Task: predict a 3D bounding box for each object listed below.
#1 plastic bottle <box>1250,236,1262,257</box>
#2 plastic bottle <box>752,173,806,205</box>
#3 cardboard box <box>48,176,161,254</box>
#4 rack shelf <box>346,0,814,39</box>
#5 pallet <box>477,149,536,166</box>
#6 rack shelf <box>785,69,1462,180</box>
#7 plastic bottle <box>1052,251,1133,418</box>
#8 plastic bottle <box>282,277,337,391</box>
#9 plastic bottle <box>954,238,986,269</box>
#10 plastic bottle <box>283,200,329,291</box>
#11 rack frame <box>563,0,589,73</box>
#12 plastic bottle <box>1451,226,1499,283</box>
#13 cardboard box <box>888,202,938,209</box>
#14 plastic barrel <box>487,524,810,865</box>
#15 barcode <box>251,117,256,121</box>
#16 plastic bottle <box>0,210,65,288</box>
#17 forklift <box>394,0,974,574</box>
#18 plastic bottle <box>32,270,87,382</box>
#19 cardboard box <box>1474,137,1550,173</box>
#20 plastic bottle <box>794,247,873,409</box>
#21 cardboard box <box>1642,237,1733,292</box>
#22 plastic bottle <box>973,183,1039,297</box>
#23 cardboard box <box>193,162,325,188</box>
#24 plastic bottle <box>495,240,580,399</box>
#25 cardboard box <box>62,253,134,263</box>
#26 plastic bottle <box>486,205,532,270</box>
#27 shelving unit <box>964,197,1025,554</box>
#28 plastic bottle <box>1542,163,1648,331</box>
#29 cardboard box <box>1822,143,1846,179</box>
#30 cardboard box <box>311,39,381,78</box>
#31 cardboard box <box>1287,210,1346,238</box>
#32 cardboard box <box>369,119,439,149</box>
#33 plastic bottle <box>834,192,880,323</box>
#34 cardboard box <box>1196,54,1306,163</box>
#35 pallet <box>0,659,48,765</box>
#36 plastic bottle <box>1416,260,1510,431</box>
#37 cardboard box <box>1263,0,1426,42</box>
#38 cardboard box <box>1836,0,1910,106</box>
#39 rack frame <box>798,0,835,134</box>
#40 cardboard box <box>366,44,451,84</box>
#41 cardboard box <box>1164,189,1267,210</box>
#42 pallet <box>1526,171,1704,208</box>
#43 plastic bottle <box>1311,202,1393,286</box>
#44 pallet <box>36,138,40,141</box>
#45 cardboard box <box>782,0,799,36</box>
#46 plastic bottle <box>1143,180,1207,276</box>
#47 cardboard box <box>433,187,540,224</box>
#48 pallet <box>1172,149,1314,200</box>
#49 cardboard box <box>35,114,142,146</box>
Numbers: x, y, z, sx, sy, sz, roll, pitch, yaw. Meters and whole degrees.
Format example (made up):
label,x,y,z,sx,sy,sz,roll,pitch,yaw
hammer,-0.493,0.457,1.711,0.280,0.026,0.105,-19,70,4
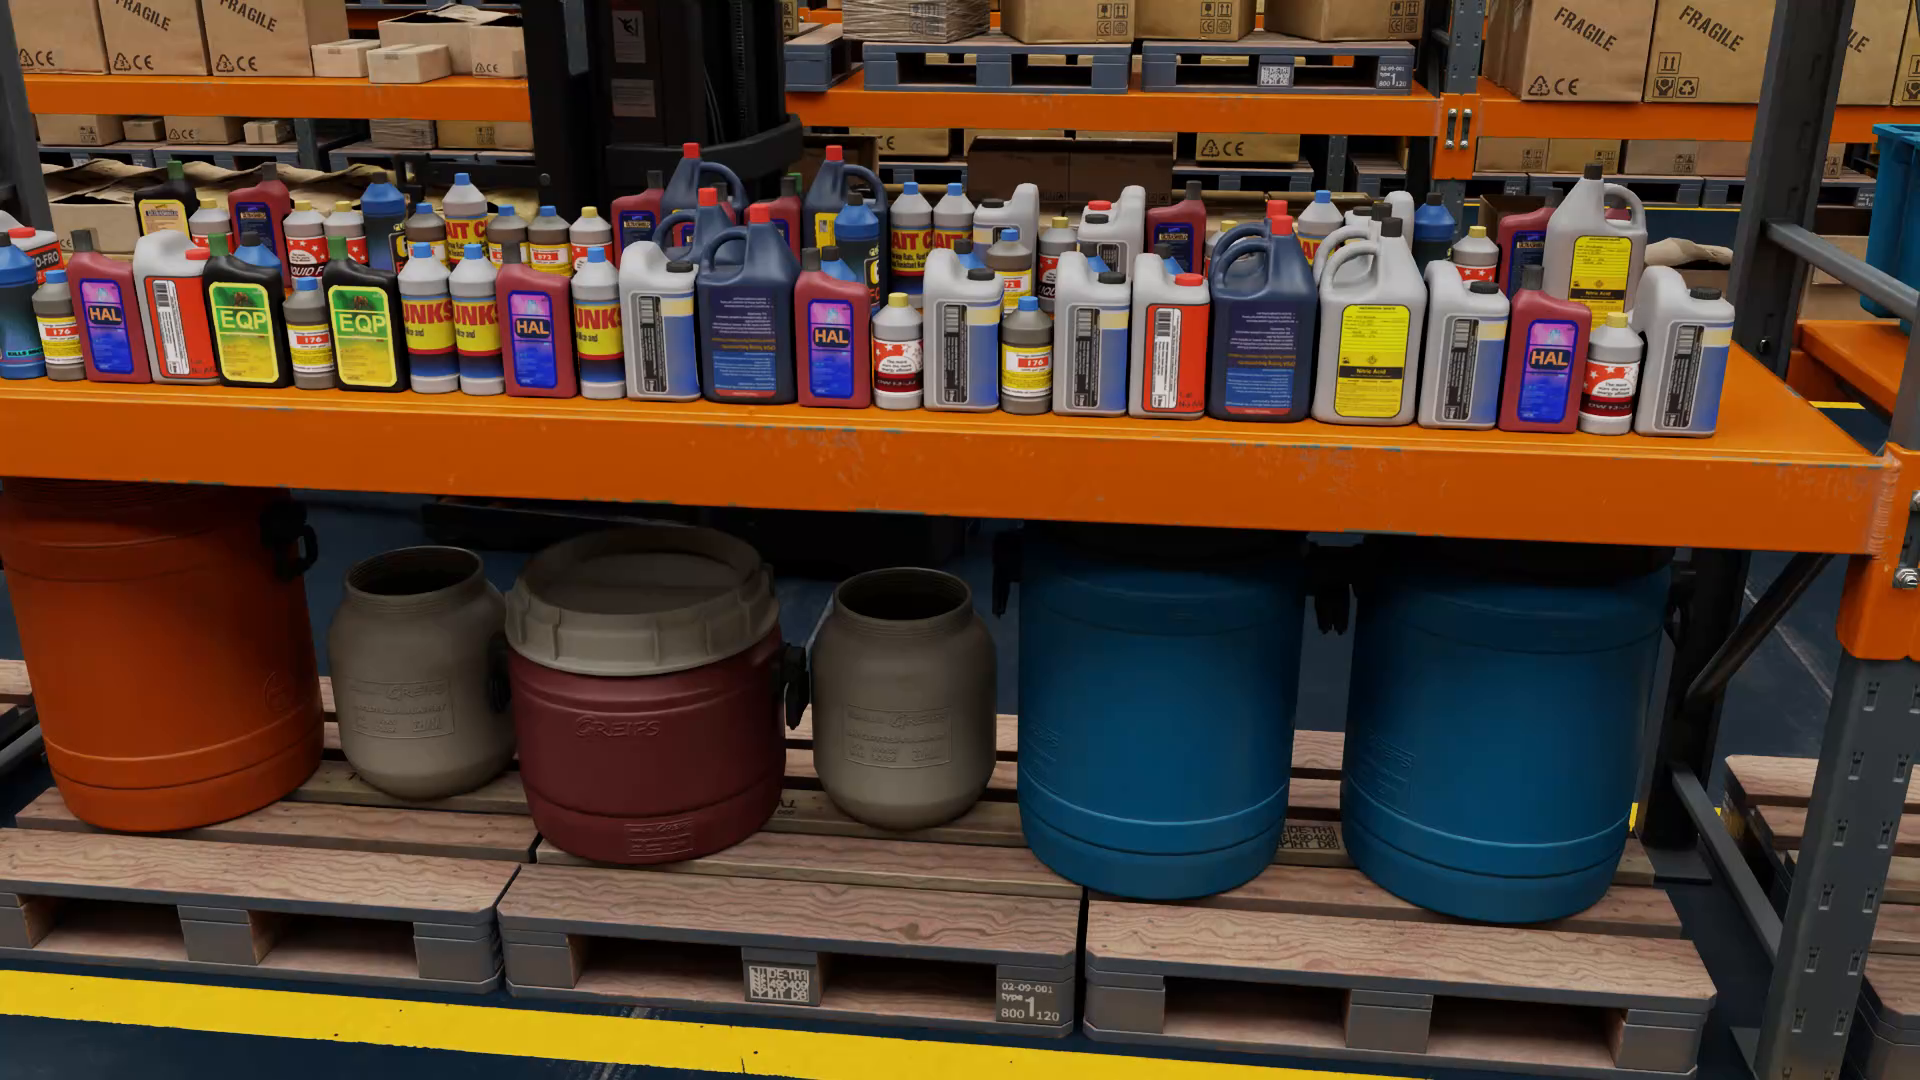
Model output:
label,x,y,z,sx,sy,sz,roll,pitch,yaw
plastic bottle,0.679,-0.590,3.621,0.097,0.201,0.097,0,22,0
plastic bottle,-0.404,-0.682,3.743,0.133,0.283,0.061,2,22,6
cardboard box,-4.301,-1.665,8.478,0.500,0.311,0.500,2,22,5
rack shelf,-3.127,-4.030,13.032,4.000,0.370,1.077,2,22,6
pallet,-3.125,-3.069,13.416,1.213,0.211,1.003,2,22,6
rack shelf,0.266,-2.048,8.019,4.000,0.370,1.077,2,22,6
plastic bottle,0.239,-0.373,2.971,0.135,0.276,0.152,2,22,6
plastic bottle,-1.211,-0.391,3.119,0.097,0.201,0.097,0,22,0
plastic bottle,0.005,-0.427,3.115,0.097,0.271,0.097,0,22,0
plastic bottle,-1.513,-0.685,3.863,0.097,0.201,0.097,0,22,0
rack frame,-1.720,-2.469,8.106,0.127,3.000,1.000,2,22,6
plastic bottle,1.102,-0.571,3.575,0.097,0.201,0.097,0,22,0
cardboard box,-0.284,-1.343,8.059,0.500,0.500,0.500,2,22,6
plastic barrel,-0.697,0.329,3.736,0.708,0.588,0.600,2,22,6
barcode,-5.922,-3.509,13.919,0.075,0.075,0.001,2,22,6
plastic bottle,-1.897,-0.522,3.349,0.135,0.276,0.152,2,22,6
forklift,-1.412,-1.515,5.784,3.031,2.935,1.130,5,22,13
plastic bottle,-1.706,-0.412,3.174,0.097,0.201,0.097,0,22,0
cardboard box,4.060,-3.045,12.391,0.500,0.500,0.700,2,22,6
plastic bottle,-0.227,-0.379,2.978,0.133,0.283,0.061,2,22,6
cardboard box,3.596,-1.297,8.199,0.500,0.311,0.500,2,22,6
plastic bottle,0.101,-0.639,3.646,0.135,0.276,0.152,2,22,6
cardboard box,-3.745,-1.841,8.923,0.500,0.311,0.500,2,22,6
plastic bottle,-0.773,-0.403,3.038,0.133,0.283,0.061,2,22,6
cardboard box,-4.299,-1.407,8.587,0.500,0.250,0.500,2,22,5
plastic bottle,-1.030,-0.664,3.810,0.097,0.201,0.097,0,22,0
shelving unit,0.136,-0.543,5.681,0.189,1.200,0.258,5,22,13
plastic bottle,1.314,-0.600,3.445,0.185,0.351,0.144,2,22,6
cardboard box,6.097,-2.958,12.172,0.500,0.500,0.700,2,22,6
cardboard box,-2.993,-2.387,8.239,0.250,0.149,0.380,4,22,10
cardboard box,1.728,-1.255,7.836,0.500,0.500,0.500,2,22,6
cardboard box,-4.380,-3.467,13.432,0.500,0.500,0.700,3,22,8
plastic bottle,-0.221,-0.608,3.573,0.097,0.271,0.097,0,22,0
cardboard box,2.171,-3.281,12.512,0.750,0.750,0.750,3,22,7
pallet,-3.071,0.588,4.165,1.213,0.211,1.003,2,22,6
plastic bottle,0.873,-0.345,2.901,0.135,0.276,0.152,2,22,6
cardboard box,1.808,-2.640,7.831,0.500,0.500,0.700,-5,22,-12
cardboard box,3.732,-2.178,7.232,0.500,0.500,0.500,2,22,6
rack frame,-1.141,-4.278,12.681,0.127,3.000,1.000,2,22,6
cardboard box,-2.646,-2.290,7.995,0.250,0.149,0.380,2,22,6
cardboard box,1.269,-1.467,8.373,0.500,0.500,0.500,3,22,7
pallet,4.792,-2.695,12.469,1.213,0.211,1.003,2,22,6
plastic bottle,0.731,-0.438,3.034,0.185,0.351,0.144,2,22,6
pallet,-8.207,-3.276,13.939,1.213,0.211,1.003,2,22,6
cardboard box,-1.081,-2.725,8.045,0.500,0.500,0.700,-5,22,-12
plastic bottle,0.470,-0.644,3.647,0.133,0.283,0.061,2,22,6
cardboard box,-2.269,-1.579,8.261,0.500,0.311,0.500,3,22,8
pallet,2.056,-2.814,12.770,1.213,0.211,1.003,2,22,6
cardboard box,-7.120,-3.529,13.587,0.500,0.500,0.700,1,22,3
